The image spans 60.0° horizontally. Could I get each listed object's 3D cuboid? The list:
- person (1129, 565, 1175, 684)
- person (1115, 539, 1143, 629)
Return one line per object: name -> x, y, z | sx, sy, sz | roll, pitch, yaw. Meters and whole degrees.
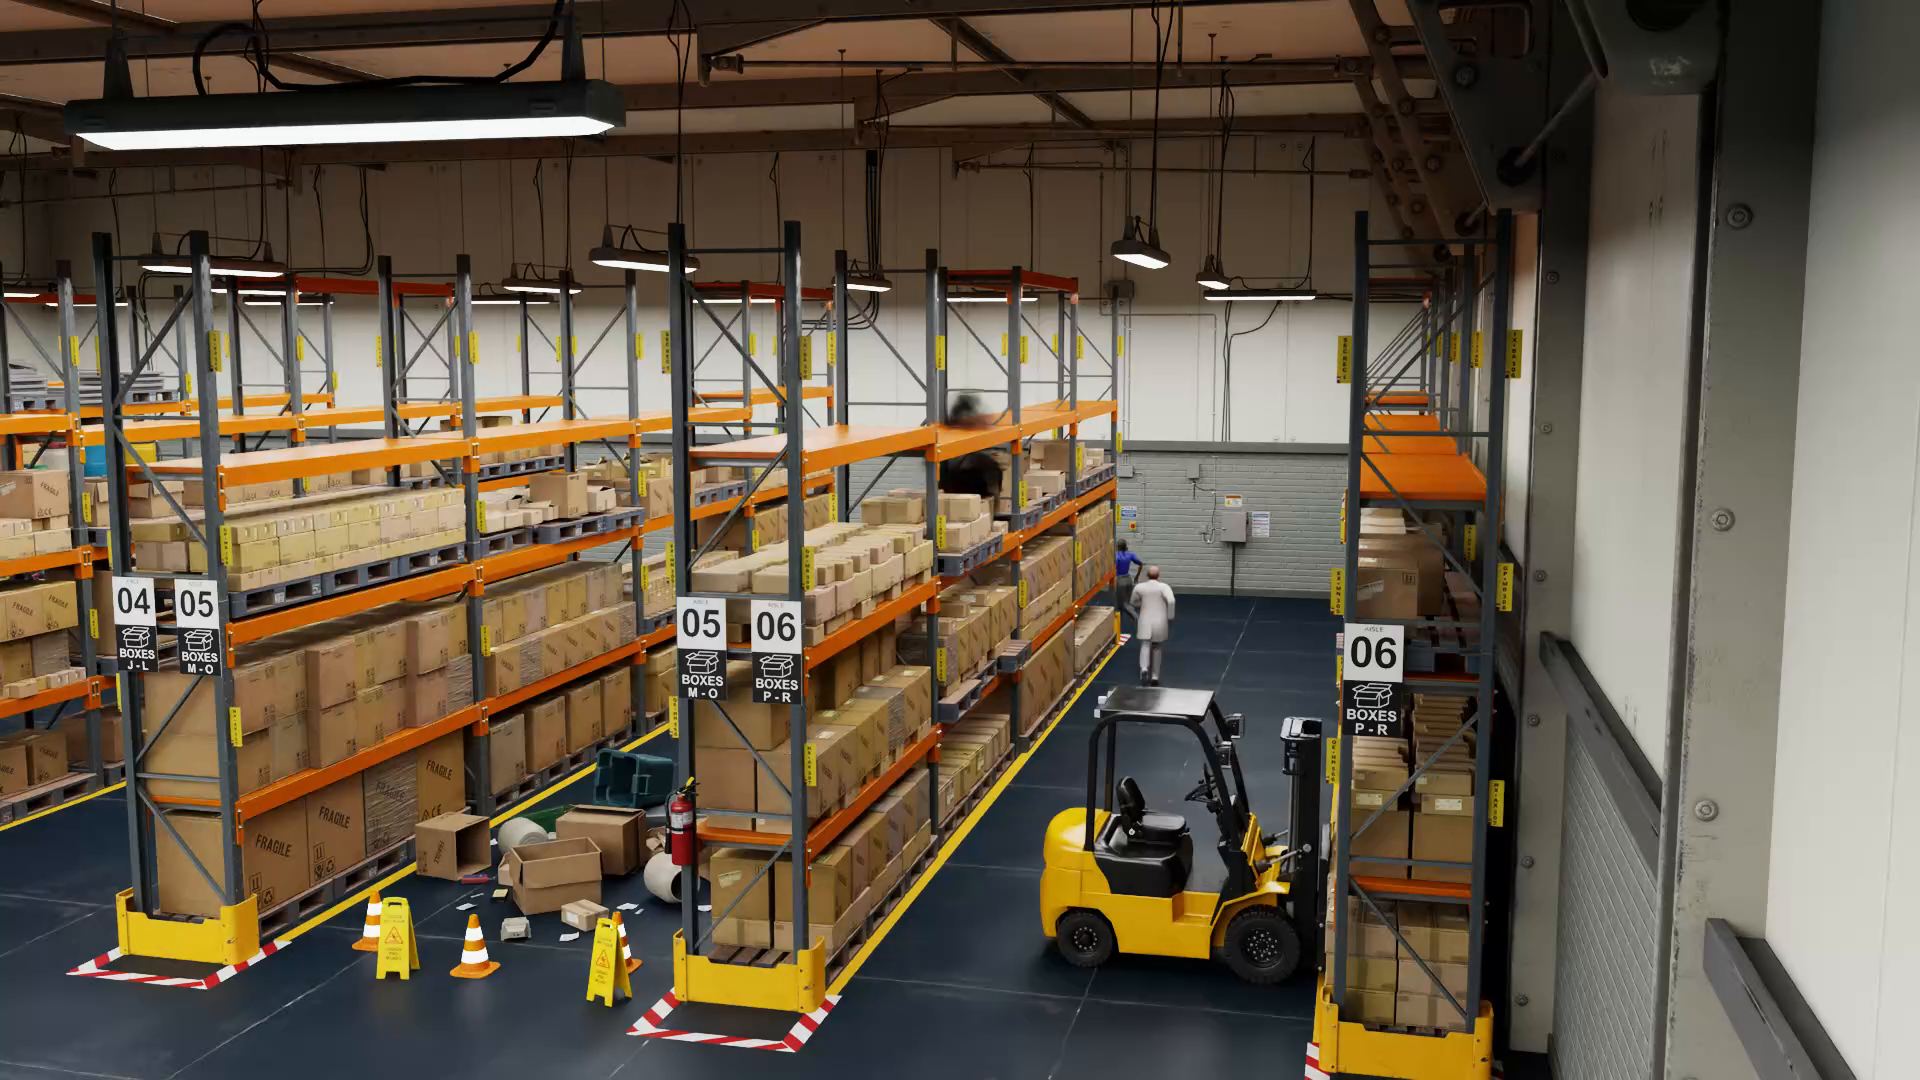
person -> 2.846, 1.255, 24.632 | 0.704, 1.761, 1.049 | 2, 7, 12
person -> 2.833, 0.792, 29.262 | 0.608, 1.636, 0.837 | -6, 9, -39
